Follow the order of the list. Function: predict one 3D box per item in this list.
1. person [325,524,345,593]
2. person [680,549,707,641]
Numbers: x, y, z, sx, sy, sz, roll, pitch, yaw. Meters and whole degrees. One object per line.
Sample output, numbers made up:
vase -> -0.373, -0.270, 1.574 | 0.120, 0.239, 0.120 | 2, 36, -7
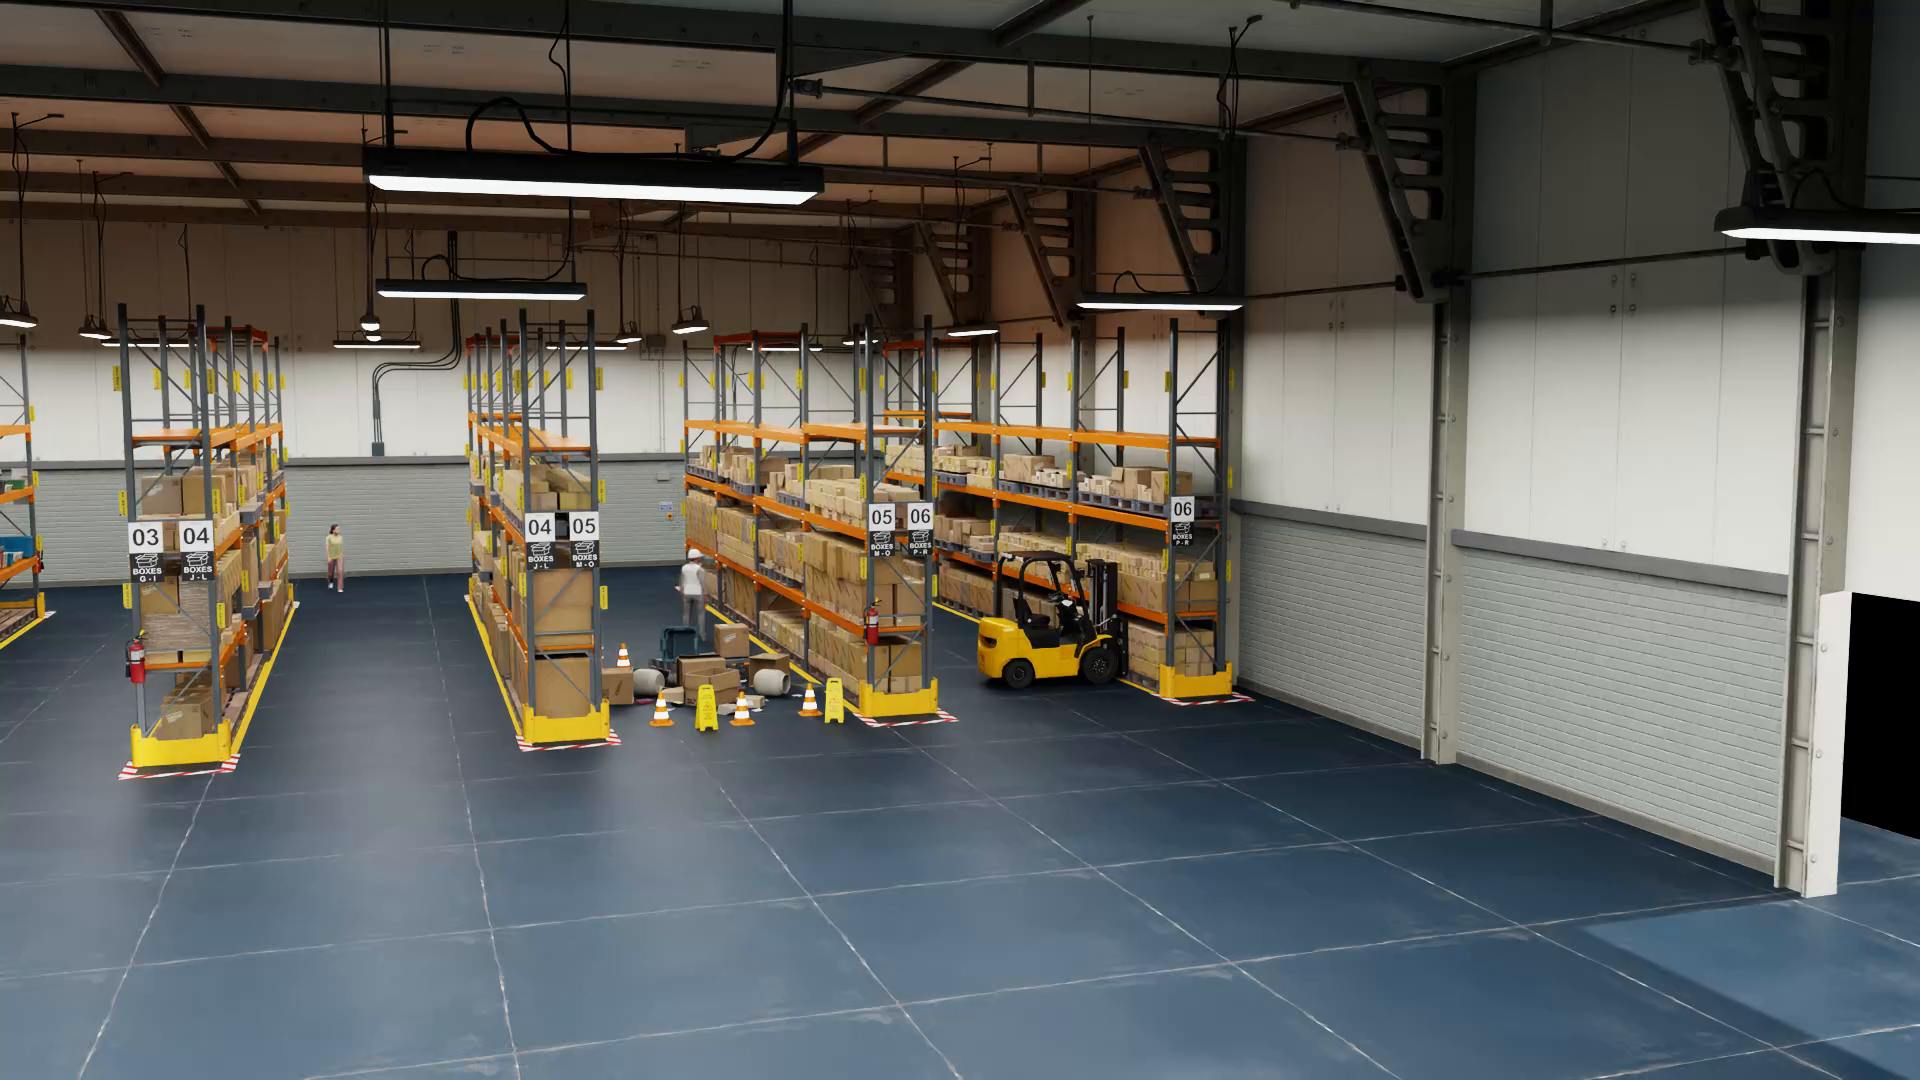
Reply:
person -> -14.890, 0.423, 39.624 | 0.419, 1.627, 0.840 | -2, 6, -22
person -> -5.169, 1.060, 32.301 | 0.567, 1.779, 0.410 | 1, 5, 9
